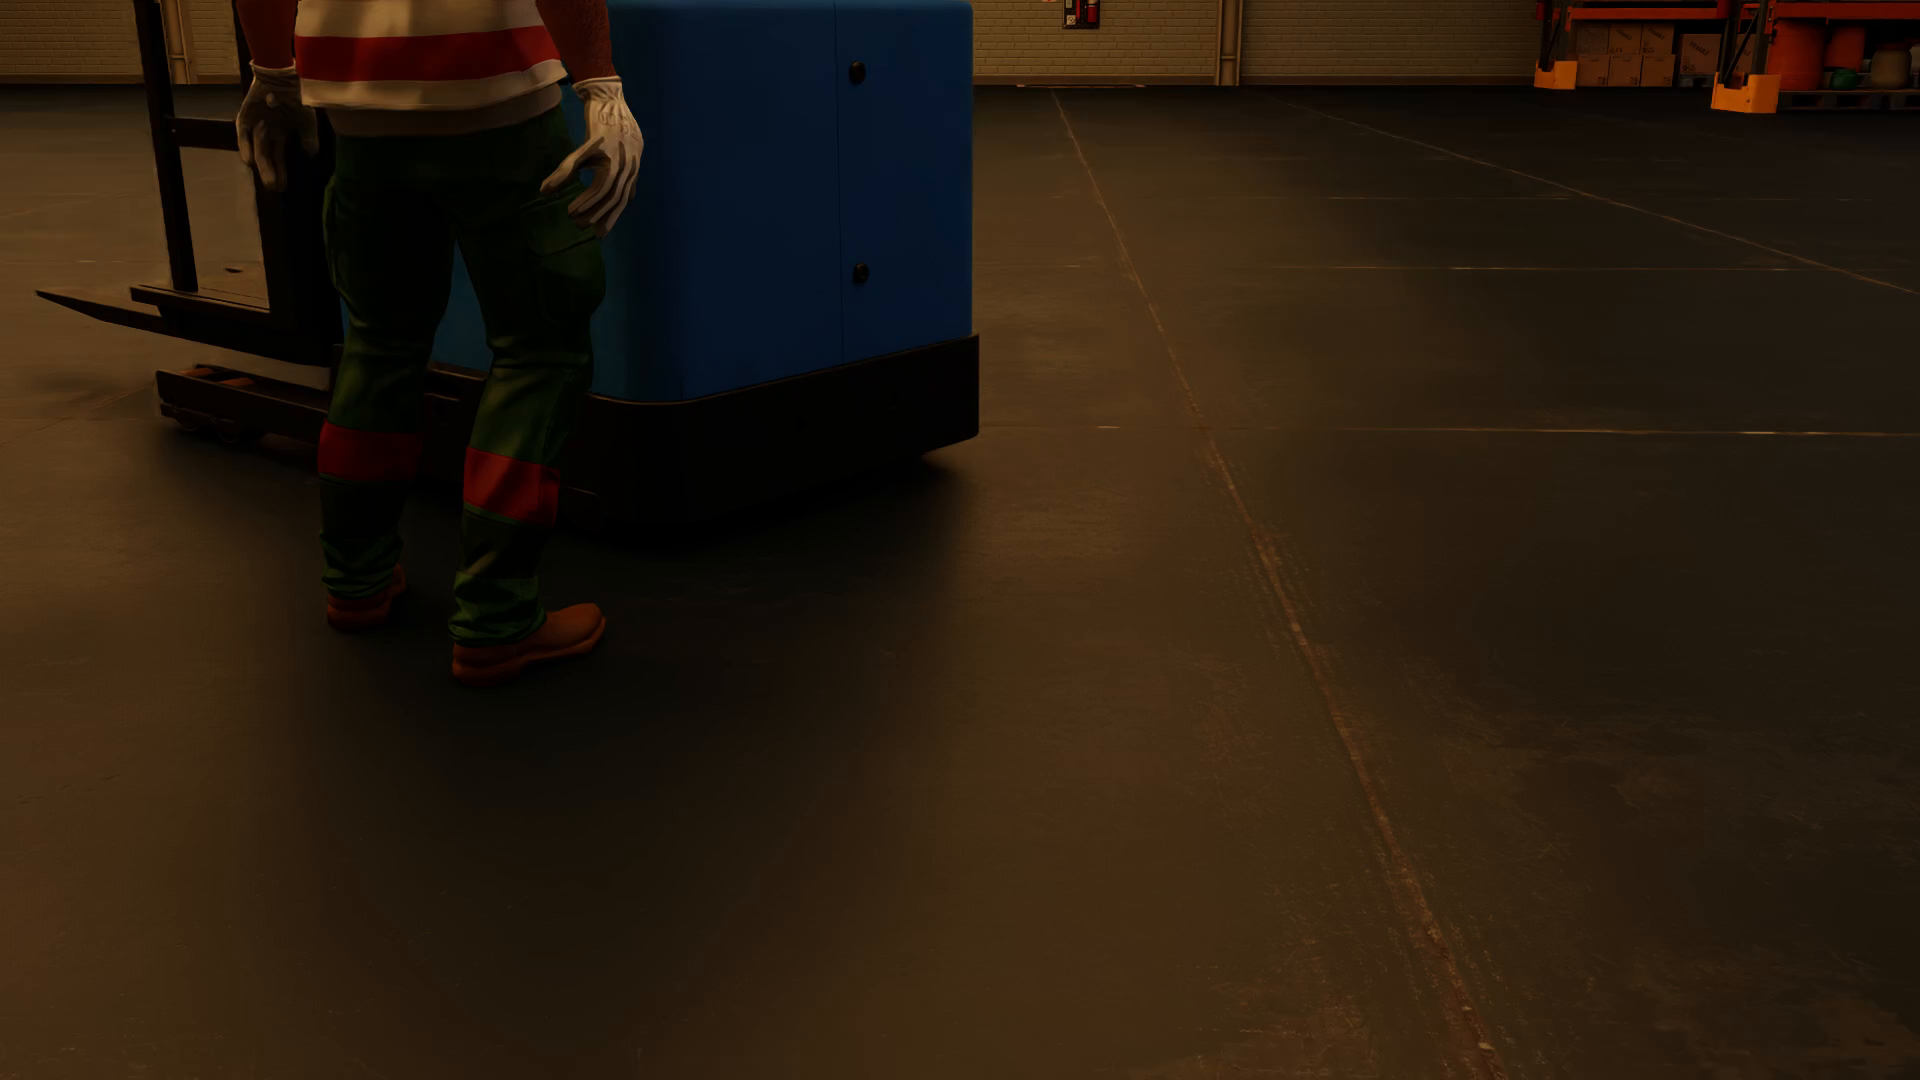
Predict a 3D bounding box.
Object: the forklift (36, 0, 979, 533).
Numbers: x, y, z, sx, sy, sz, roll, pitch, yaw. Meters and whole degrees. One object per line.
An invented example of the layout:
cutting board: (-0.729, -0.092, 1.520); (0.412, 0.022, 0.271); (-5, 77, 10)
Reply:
forklift: (-1.425, -1.747, 4.056); (3.031, 2.935, 1.130); (13, 22, 36)

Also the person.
person: (-0.792, -0.671, 2.580); (0.848, 1.750, 0.430); (8, 19, 24)
